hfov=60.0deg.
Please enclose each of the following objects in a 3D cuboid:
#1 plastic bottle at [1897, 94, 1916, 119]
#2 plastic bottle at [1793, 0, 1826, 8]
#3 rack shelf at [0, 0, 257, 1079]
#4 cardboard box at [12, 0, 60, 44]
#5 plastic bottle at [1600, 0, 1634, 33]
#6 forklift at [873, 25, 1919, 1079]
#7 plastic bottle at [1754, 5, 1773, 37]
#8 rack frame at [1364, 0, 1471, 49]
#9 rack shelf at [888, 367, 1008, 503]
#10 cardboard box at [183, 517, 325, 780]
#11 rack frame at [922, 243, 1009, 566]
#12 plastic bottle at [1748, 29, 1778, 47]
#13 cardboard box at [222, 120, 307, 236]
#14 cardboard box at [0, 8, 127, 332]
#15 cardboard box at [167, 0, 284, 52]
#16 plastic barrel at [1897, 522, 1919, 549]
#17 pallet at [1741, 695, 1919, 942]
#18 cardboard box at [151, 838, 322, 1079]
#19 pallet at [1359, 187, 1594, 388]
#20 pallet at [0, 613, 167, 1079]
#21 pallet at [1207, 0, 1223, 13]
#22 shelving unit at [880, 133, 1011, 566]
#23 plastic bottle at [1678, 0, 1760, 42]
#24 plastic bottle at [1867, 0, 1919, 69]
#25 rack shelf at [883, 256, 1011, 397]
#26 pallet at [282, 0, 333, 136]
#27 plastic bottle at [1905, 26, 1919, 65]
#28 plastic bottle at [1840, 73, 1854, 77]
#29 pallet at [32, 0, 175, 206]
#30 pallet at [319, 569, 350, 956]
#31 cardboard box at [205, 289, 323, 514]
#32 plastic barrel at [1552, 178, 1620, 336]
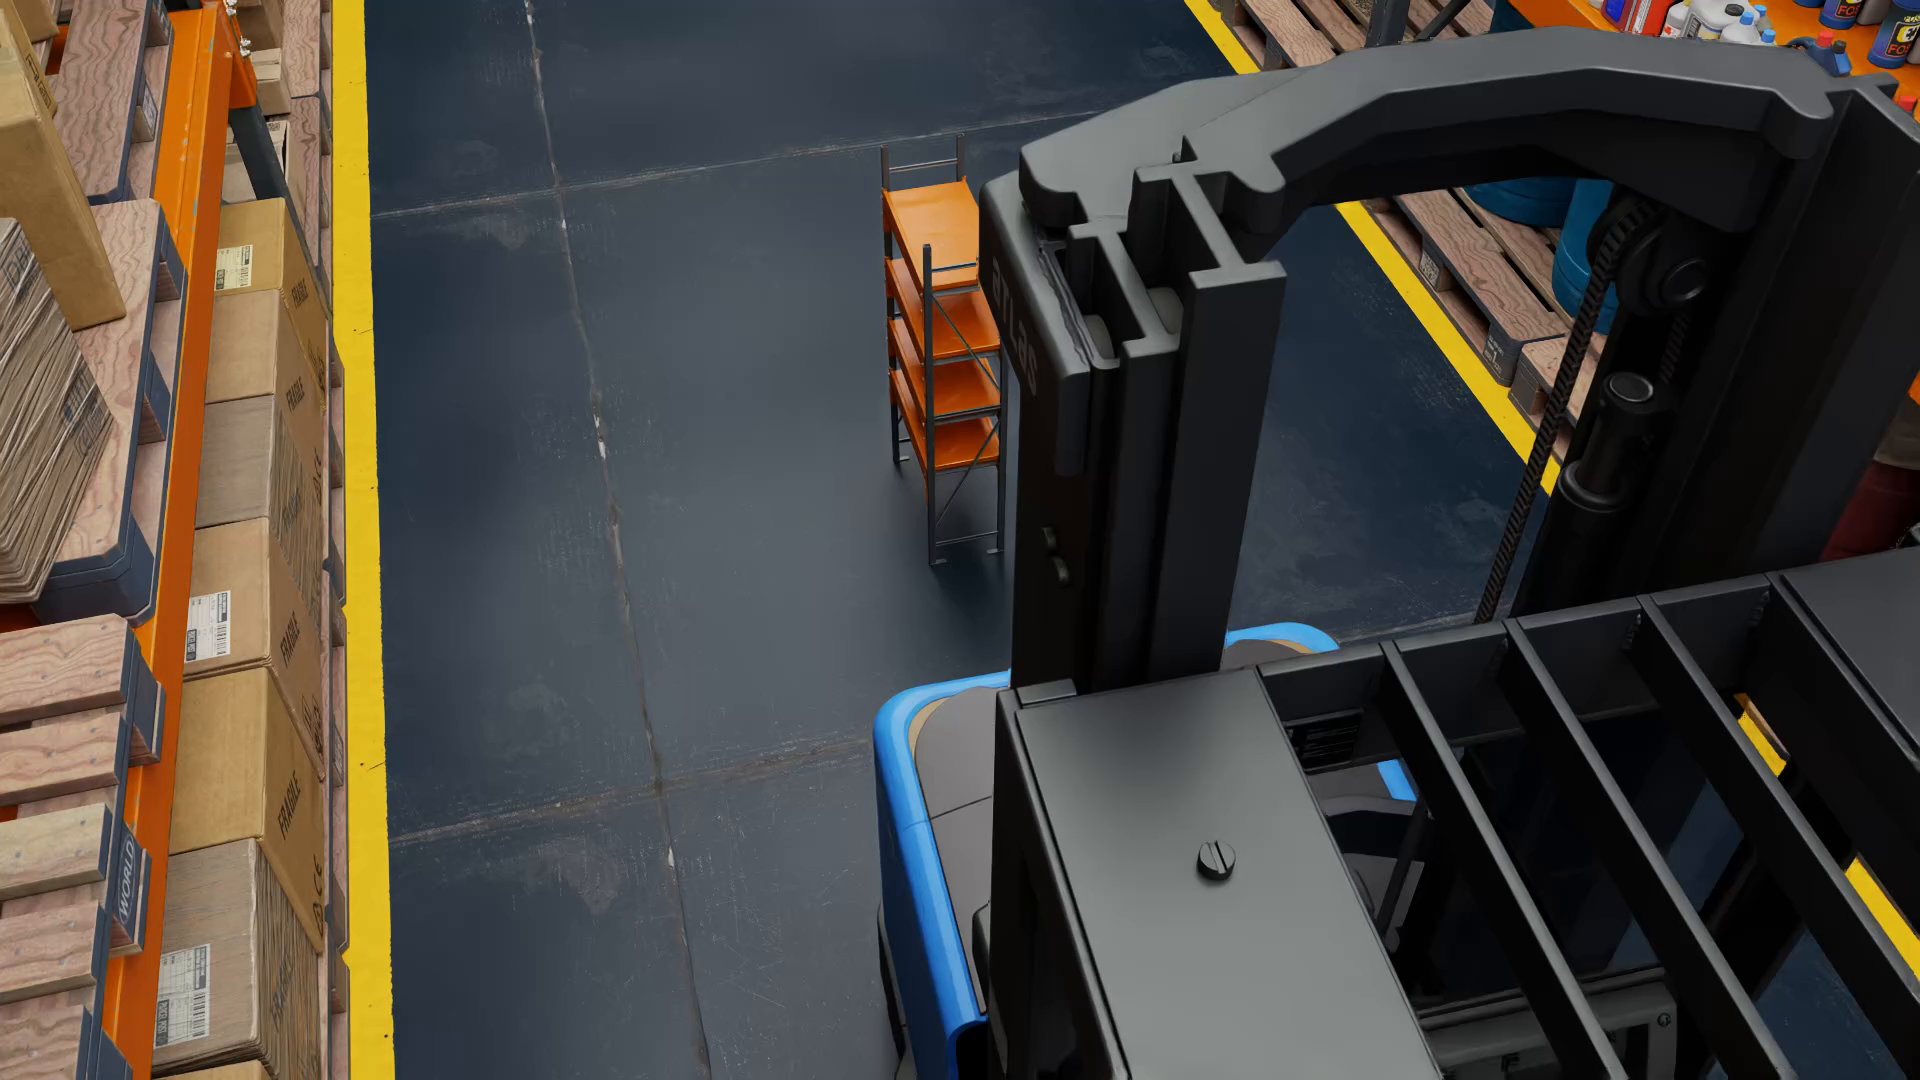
[{"bbox_3d":[2.261,-0.950,4.115,0.144,0.351,0.185,-11,47,-10],"label":"plastic bottle"},{"bbox_3d":[2.566,-1.727,4.932,0.097,0.271,0.097,0,46,0],"label":"plastic bottle"},{"bbox_3d":[-2.232,-0.085,3.737,1.077,0.370,4.000,-11,47,-10],"label":"rack shelf"},{"bbox_3d":[-2.839,-1.532,4.287,0.700,0.500,0.500,-26,51,-23],"label":"cardboard box"},{"bbox_3d":[1.954,-1.635,4.834,0.061,0.283,0.133,-11,47,-10],"label":"plastic bottle"},{"bbox_3d":[0.630,0.994,2.224,1.130,2.935,3.031,-9,46,-9],"label":"forklift"},{"bbox_3d":[2.208,-1.398,4.659,0.097,0.201,0.097,0,46,0],"label":"plastic bottle"},{"bbox_3d":[2.046,-2.621,5.718,1.000,3.000,0.127,-11,47,-10],"label":"rack frame"},{"bbox_3d":[-0.042,-0.348,5.123,0.258,0.148,0.480,-11,47,-10],"label":"rack shelf"},{"bbox_3d":[-1.961,0.331,4.267,0.500,0.500,0.500,-12,47,-12],"label":"cardboard box"},{"bbox_3d":[0.020,-0.366,4.768,0.240,1.200,0.015,-11,47,-10],"label":"rack frame"},{"bbox_3d":[2.120,-1.235,4.450,0.097,0.271,0.097,0,46,0],"label":"plastic bottle"},{"bbox_3d":[-2.642,-1.260,5.959,0.500,0.311,0.500,-11,47,-10],"label":"cardboard box"},{"bbox_3d":[-2.232,-0.691,3.463,0.700,0.500,0.500,-22,50,-20],"label":"cardboard box"},{"bbox_3d":[-3.230,-2.294,6.838,0.797,0.503,0.637,-11,47,-10],"label":"cardboard box"},{"bbox_3d":[2.697,0.157,4.444,0.421,0.512,0.421,0,46,0],"label":"plastic barrel"},{"bbox_3d":[2.828,0.580,4.534,1.003,0.211,1.213,-11,47,-10],"label":"pallet"},{"bbox_3d":[-1.699,1.038,3.575,0.500,0.500,0.500,-12,47,-12],"label":"cardboard box"},{"bbox_3d":[2.203,-1.104,6.184,1.003,0.211,1.213,-11,47,-10],"label":"pallet"},{"bbox_3d":[-1.961,0.656,2.641,1.213,0.211,1.003,-11,47,-10],"label":"pallet"},{"bbox_3d":[1.504,-2.989,8.032,1.003,0.211,1.213,-11,47,-10],"label":"pallet"},{"bbox_3d":[-0.042,-0.534,4.933,0.258,1.200,0.503,-11,47,-10],"label":"shelving unit"},{"bbox_3d":[2.092,-1.389,4.597,0.152,0.276,0.135,-11,47,-10],"label":"plastic bottle"},{"bbox_3d":[2.660,-1.474,4.684,0.097,0.271,0.097,0,46,0],"label":"plastic bottle"},{"bbox_3d":[-0.042,-0.644,4.822,0.258,0.148,0.480,-11,47,-10],"label":"rack shelf"},{"bbox_3d":[-3.234,-2.060,7.121,1.003,0.211,1.213,-11,47,-10],"label":"pallet"},{"bbox_3d":[2.775,-1.511,4.717,0.152,0.276,0.135,-11,47,-10],"label":"plastic bottle"},{"bbox_3d":[2.238,-1.039,4.250,0.061,0.283,0.133,-11,47,-10],"label":"plastic bottle"},{"bbox_3d":[-2.645,-1.079,4.341,1.003,0.211,1.213,-11,47,-10],"label":"pallet"},{"bbox_3d":[-2.183,0.657,4.458,1.003,0.211,1.213,-11,47,-10],"label":"pallet"},{"bbox_3d":[-2.222,-0.366,4.950,0.500,0.500,0.500,-11,47,-10],"label":"cardboard box"},{"bbox_3d":[2.350,-1.166,5.467,0.600,0.901,0.708,-11,47,-10],"label":"plastic barrel"}]
